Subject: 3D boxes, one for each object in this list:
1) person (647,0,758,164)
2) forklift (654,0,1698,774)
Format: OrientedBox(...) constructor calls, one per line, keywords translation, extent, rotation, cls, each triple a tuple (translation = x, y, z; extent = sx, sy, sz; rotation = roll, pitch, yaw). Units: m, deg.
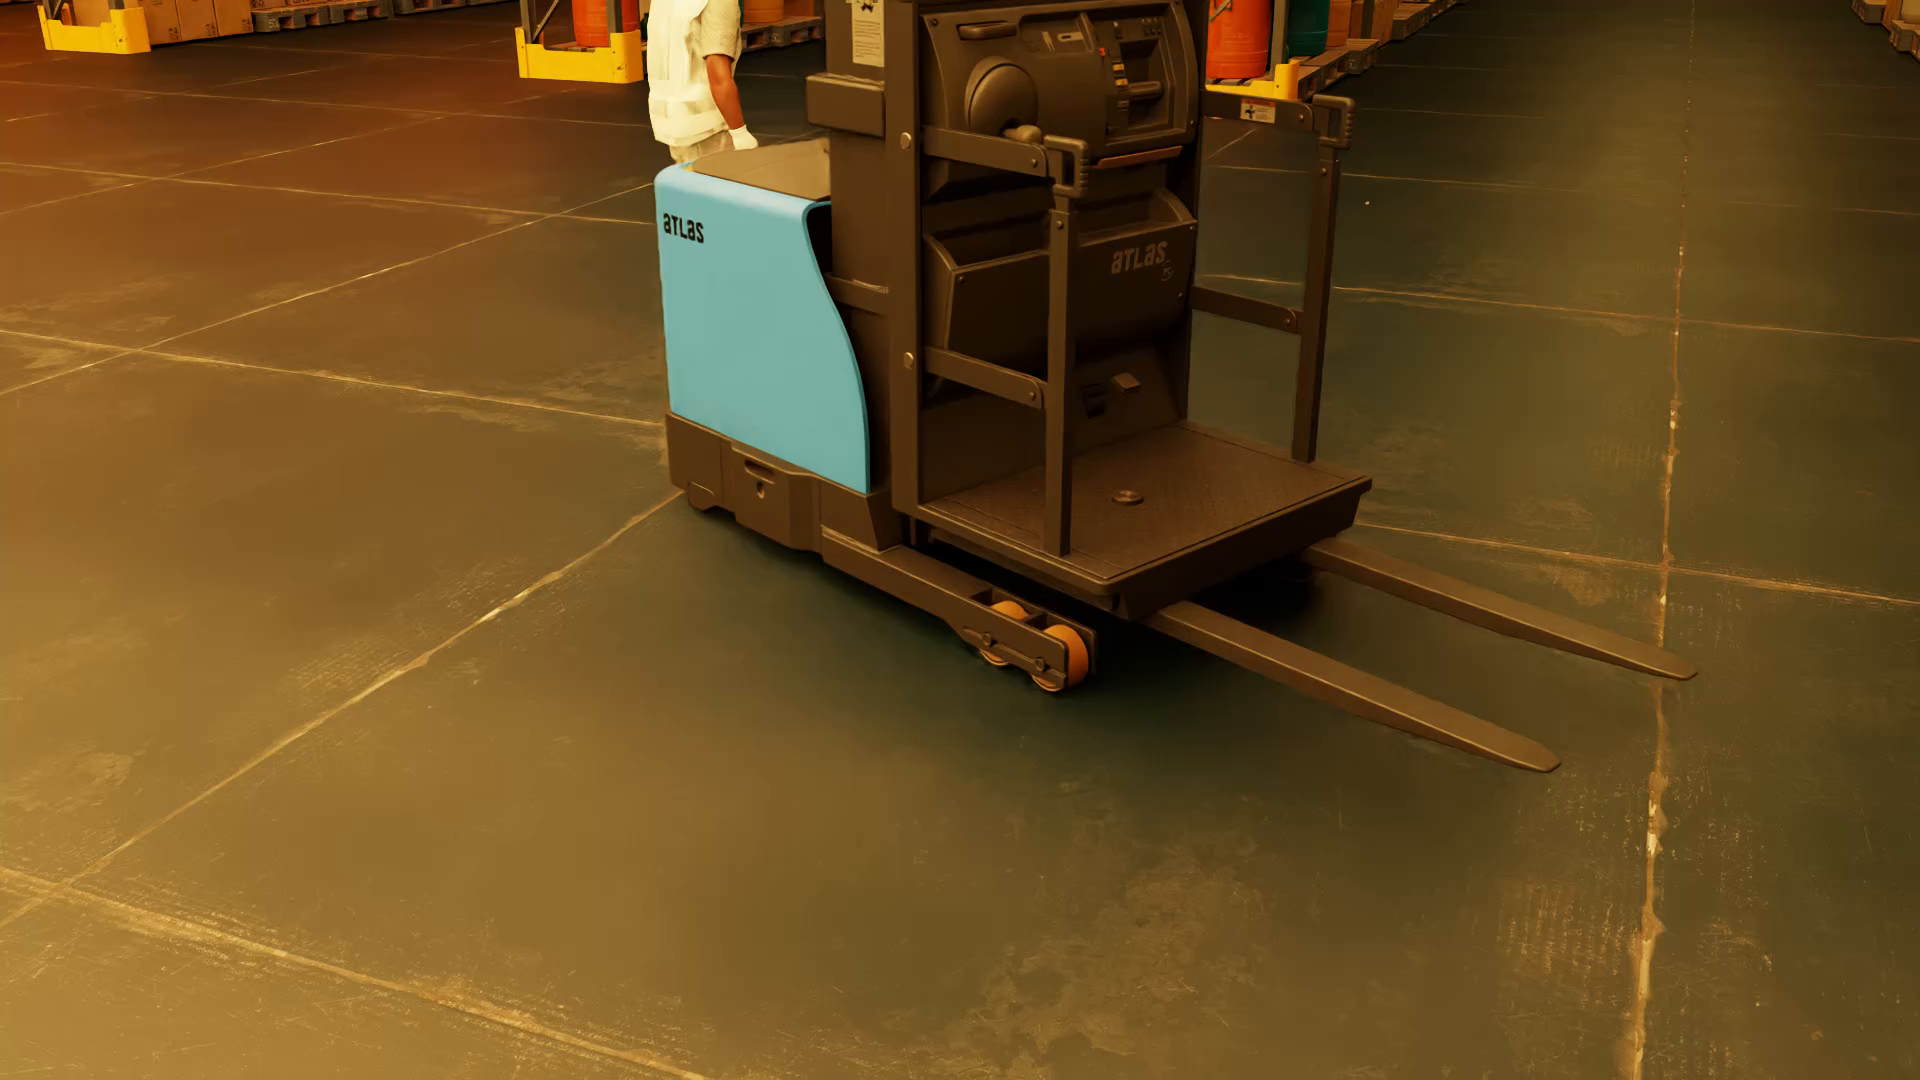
OrientedBox(translation=(-1.013, -1.666, 6.784), extent=(0.451, 1.773, 0.624), rotation=(-12, 26, -27), cls="person")
OrientedBox(translation=(0.424, -1.193, 4.146), extent=(1.130, 2.935, 3.031), rotation=(-19, 29, -38), cls="forklift")
